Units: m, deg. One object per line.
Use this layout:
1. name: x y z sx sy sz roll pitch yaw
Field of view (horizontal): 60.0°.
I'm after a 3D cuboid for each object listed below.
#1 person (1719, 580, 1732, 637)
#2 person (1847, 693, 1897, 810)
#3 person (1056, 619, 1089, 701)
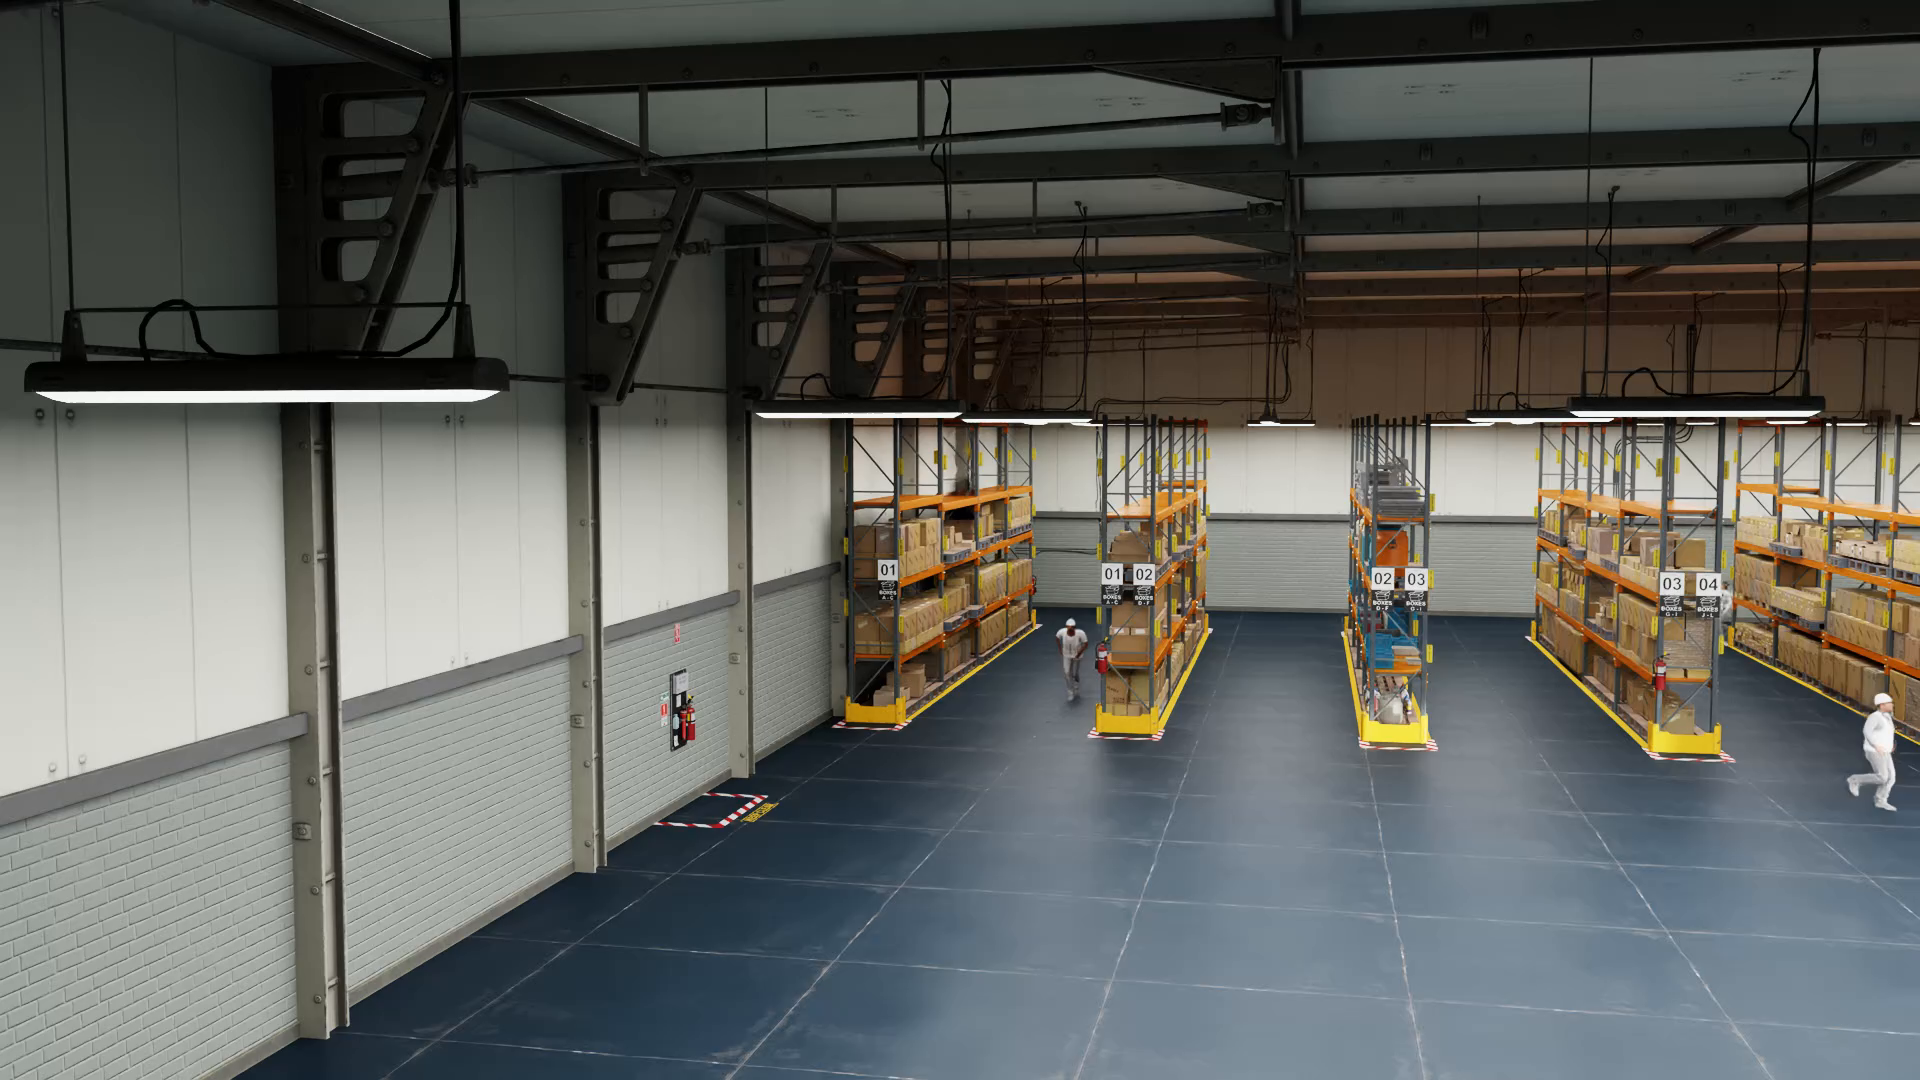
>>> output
1. person: 20.660 1.917 44.987 0.530 1.664 0.655 0 4 -1
2. person: 13.888 3.185 25.235 0.681 1.746 0.687 -4 5 -44
3. person: 2.409 2.526 35.548 0.709 1.759 0.974 1 4 14
